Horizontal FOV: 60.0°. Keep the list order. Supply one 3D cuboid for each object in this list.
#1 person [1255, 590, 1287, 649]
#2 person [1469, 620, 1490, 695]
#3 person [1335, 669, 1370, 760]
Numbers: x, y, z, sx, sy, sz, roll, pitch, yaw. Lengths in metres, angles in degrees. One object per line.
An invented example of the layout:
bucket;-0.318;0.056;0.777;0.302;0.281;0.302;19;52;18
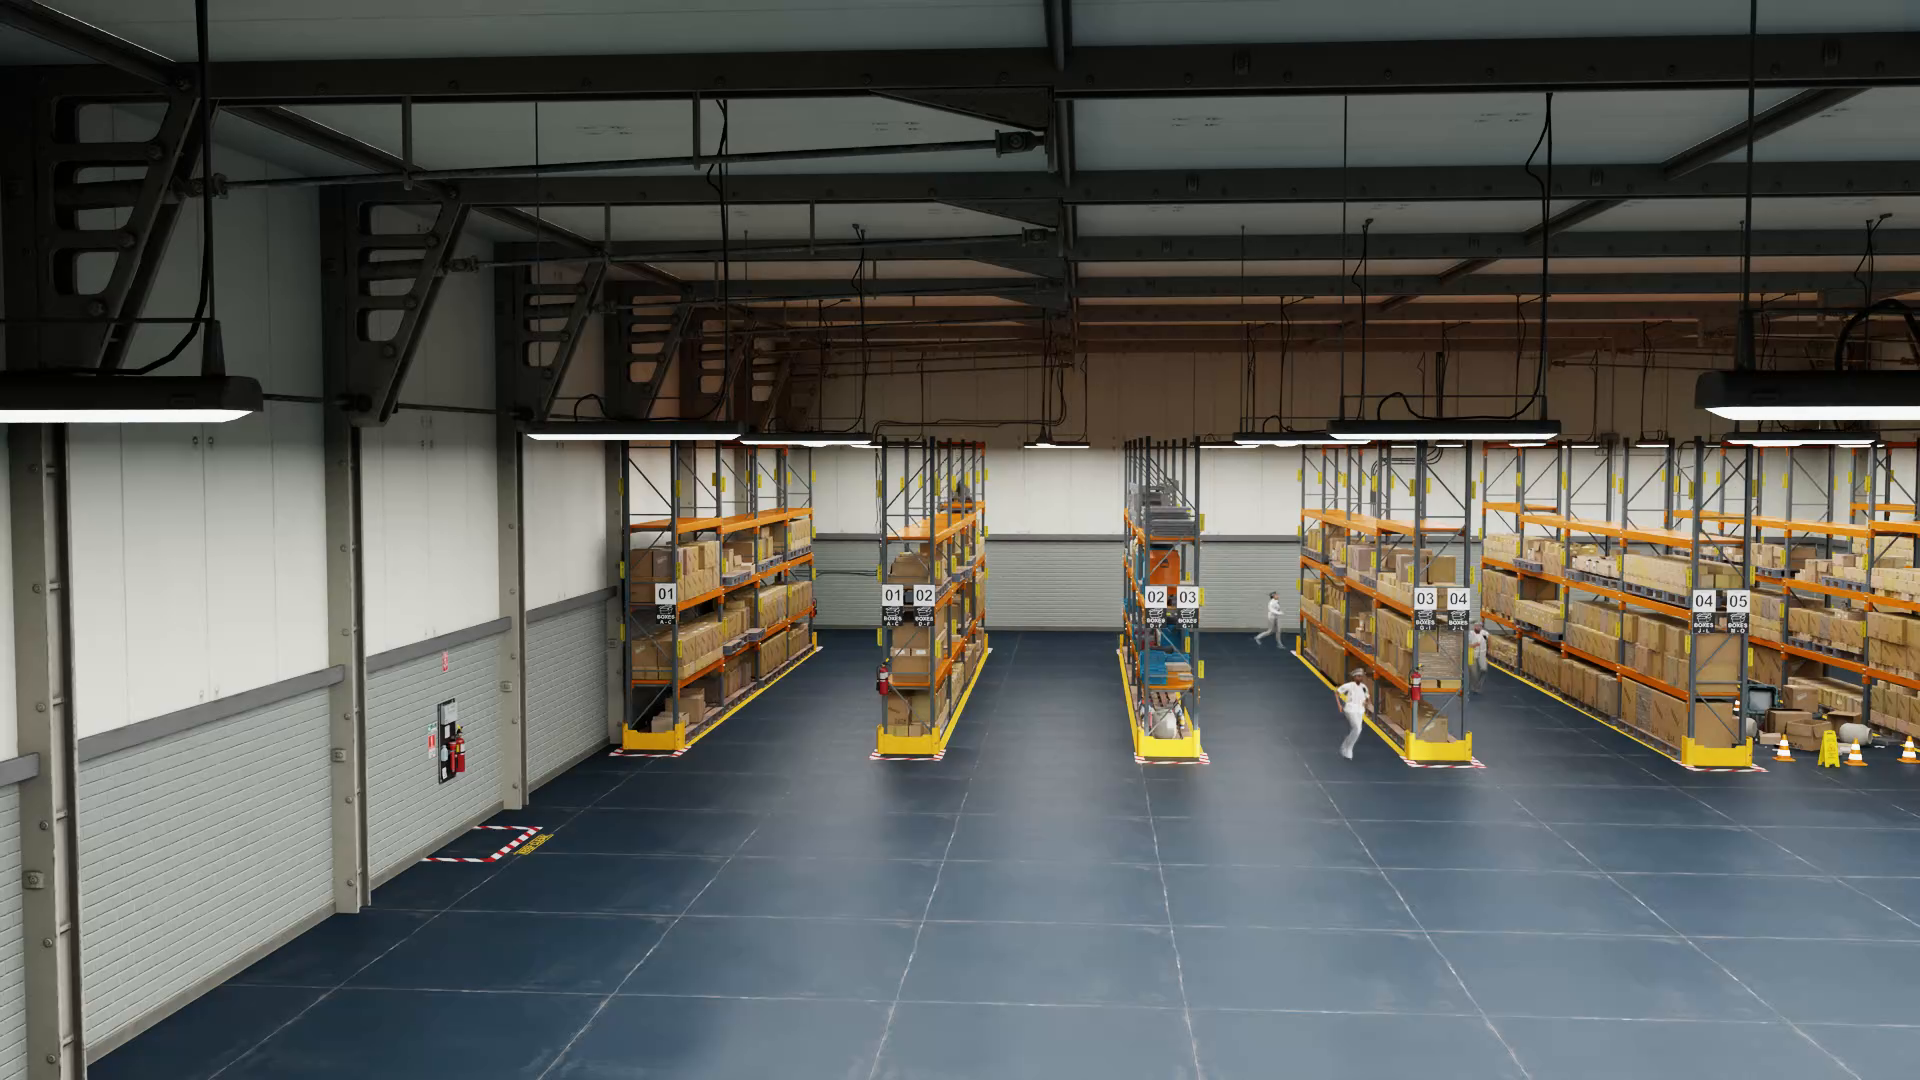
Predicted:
person;9.029;2.306;48.225;0.914;1.707;0.624;1;3;20
person;12.189;2.752;39.190;0.680;1.795;0.845;0;3;2
person;7.368;3.231;31.003;0.576;1.678;0.630;-2;3;-27
